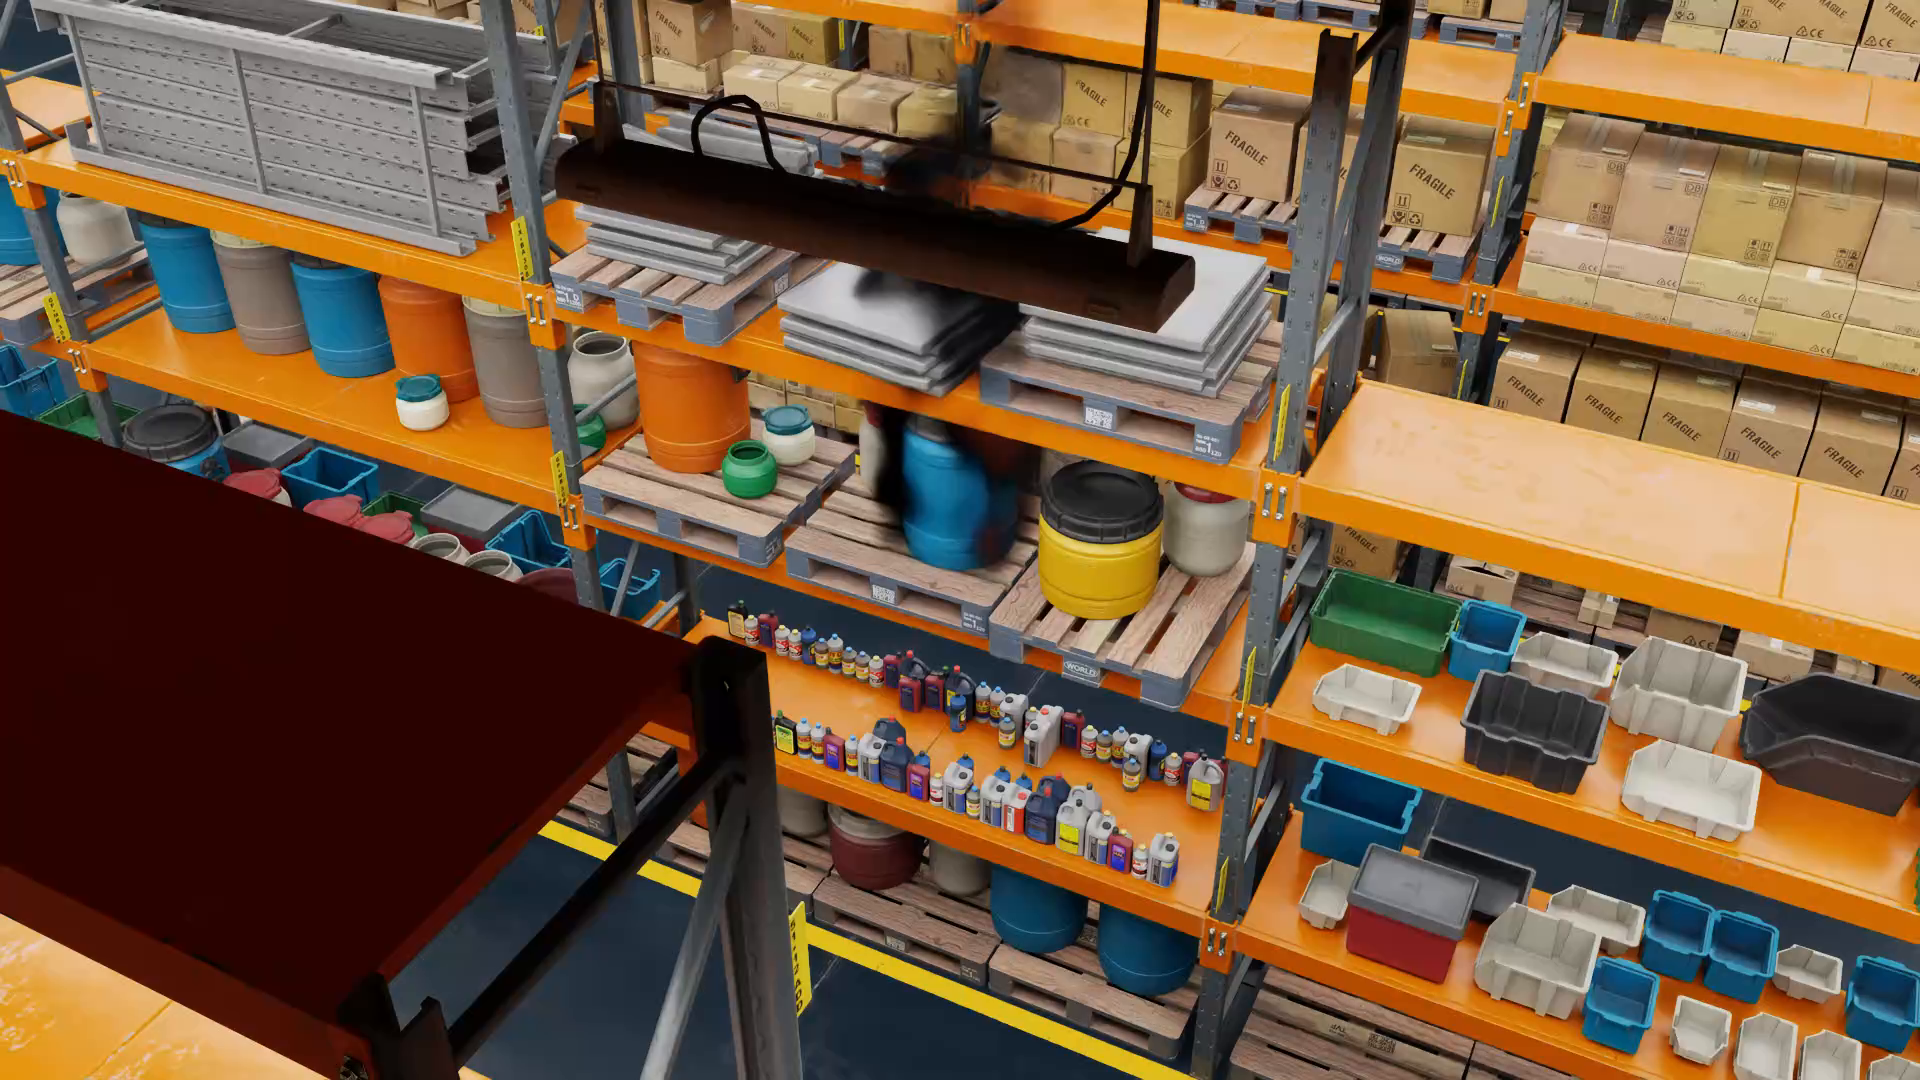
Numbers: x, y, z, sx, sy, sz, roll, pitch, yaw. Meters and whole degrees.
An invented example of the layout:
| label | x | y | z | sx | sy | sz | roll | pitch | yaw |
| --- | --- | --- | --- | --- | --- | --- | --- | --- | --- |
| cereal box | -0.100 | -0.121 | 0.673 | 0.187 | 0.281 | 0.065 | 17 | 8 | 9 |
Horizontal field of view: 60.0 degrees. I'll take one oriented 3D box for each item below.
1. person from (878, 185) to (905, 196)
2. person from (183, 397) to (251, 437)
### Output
| label | x | y | z | sx | sy | sz | roll | pitch | yaw |
| --- | --- | --- | --- | --- | --- | --- | --- | --- | --- |
| person | -0.655 | -2.667 | 16.130 | 0.744 | 1.824 | 0.656 | 11 | 37 | 16 |
| person | -6.170 | -0.975 | 13.837 | 0.596 | 1.652 | 0.589 | 15 | 38 | 20 |
